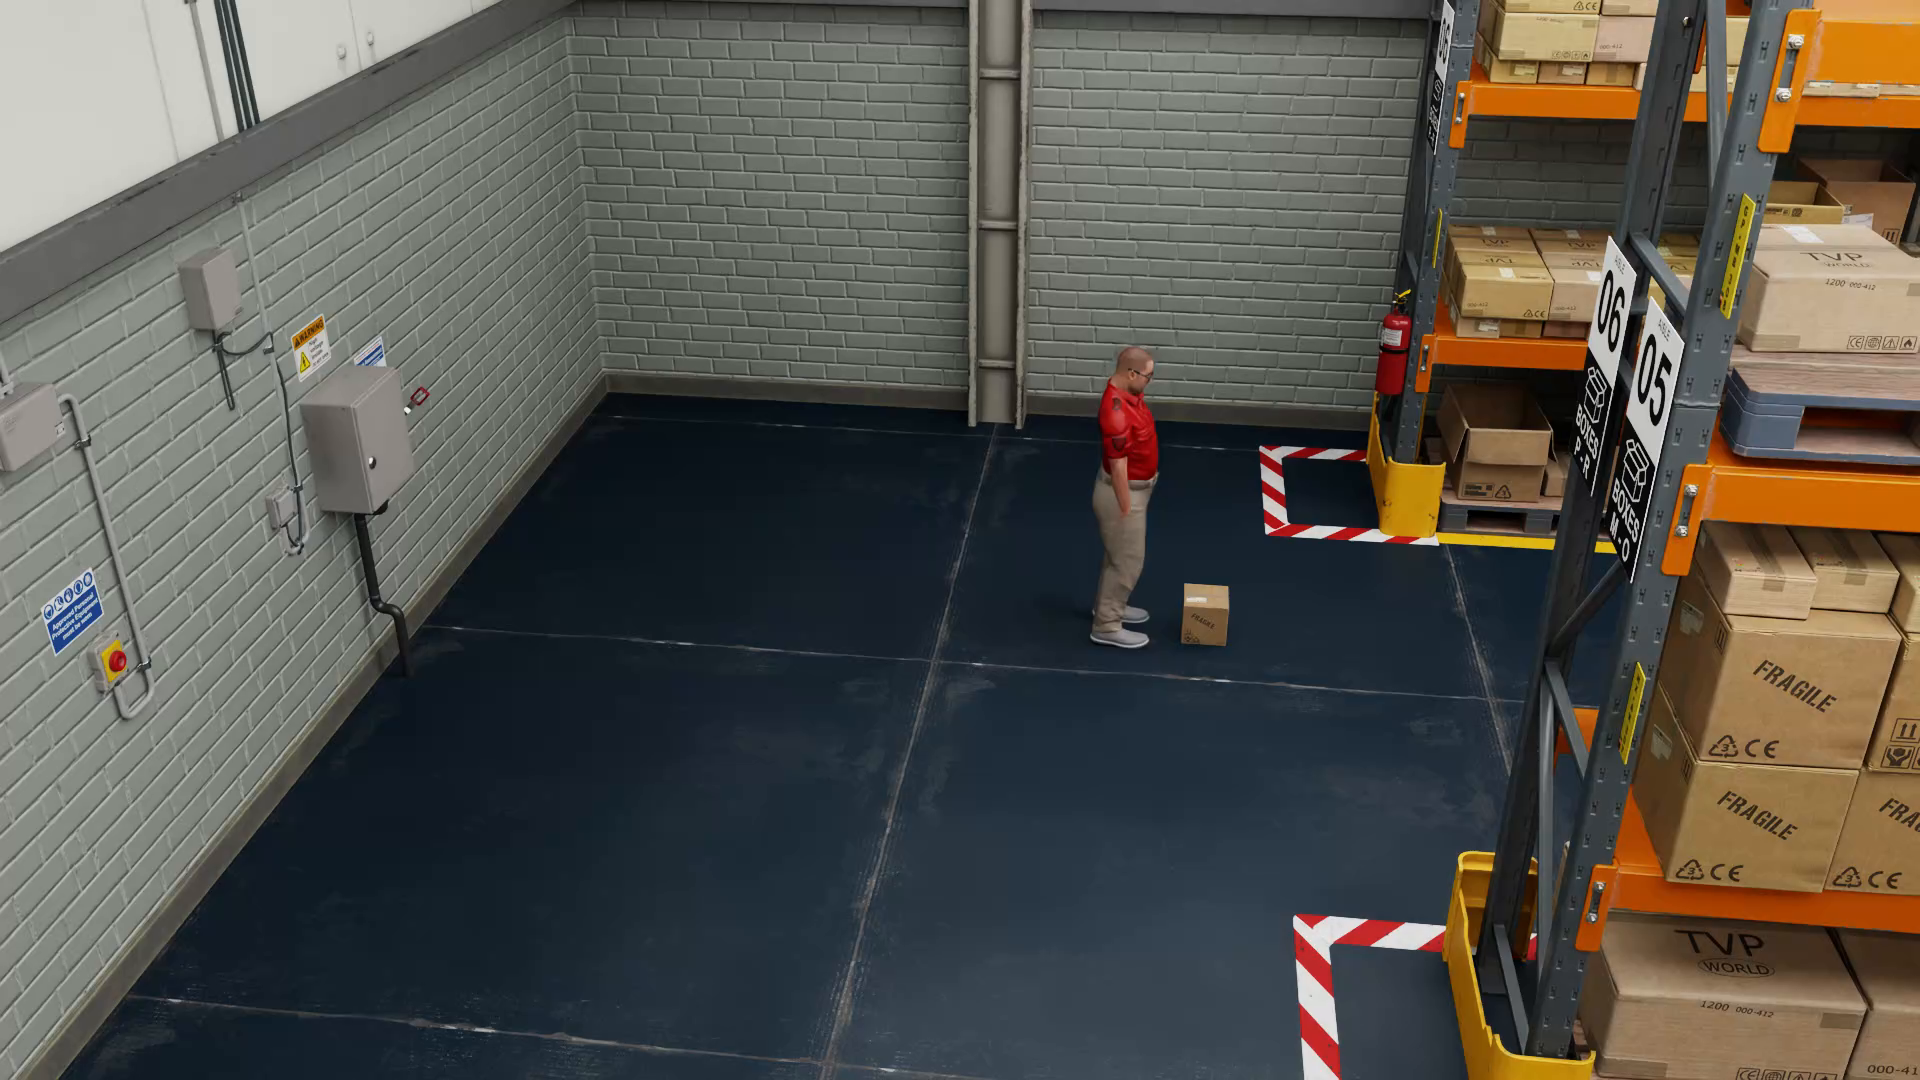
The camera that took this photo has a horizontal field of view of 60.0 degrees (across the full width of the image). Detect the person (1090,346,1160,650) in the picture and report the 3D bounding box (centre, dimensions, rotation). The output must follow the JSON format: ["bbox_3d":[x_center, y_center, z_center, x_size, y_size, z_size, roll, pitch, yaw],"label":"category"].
[{"bbox_3d":[0.914,-0.251,9.132,0.347,1.724,0.532,4,28,7],"label":"person"}]
